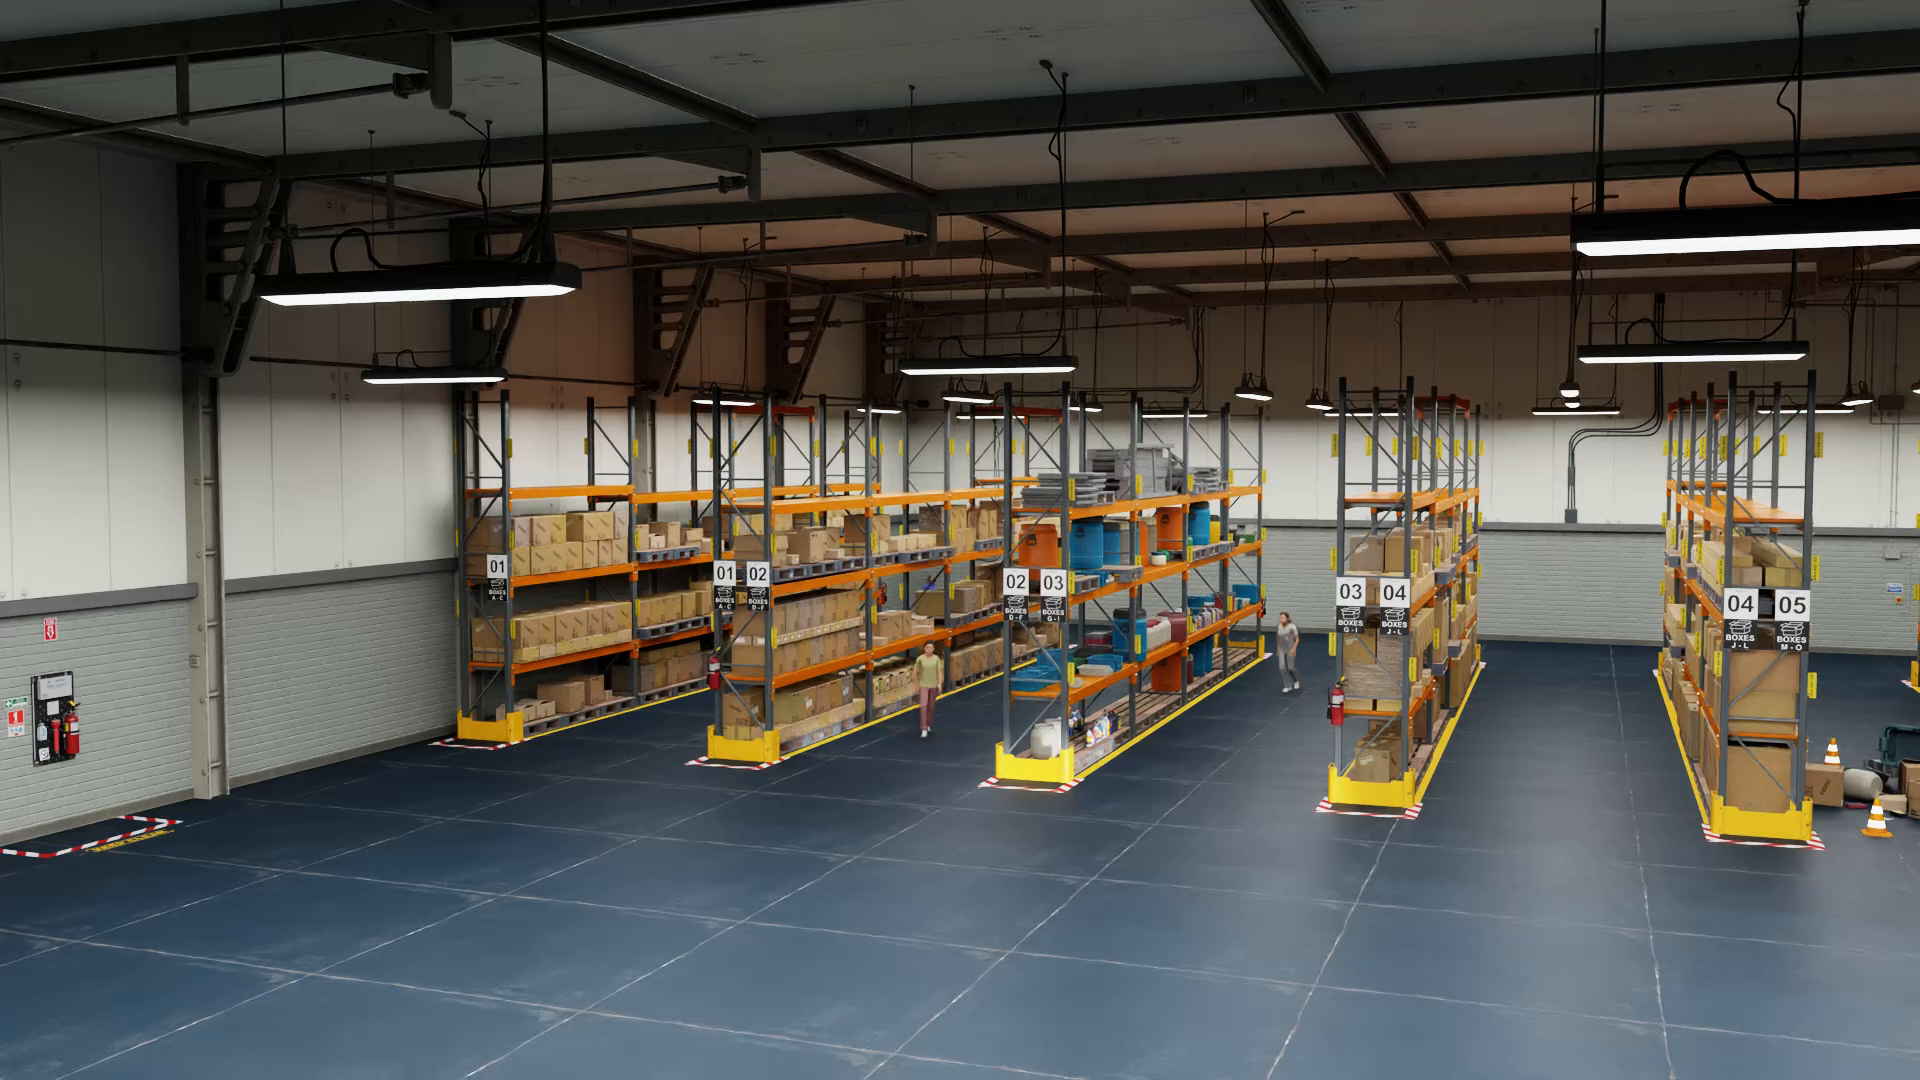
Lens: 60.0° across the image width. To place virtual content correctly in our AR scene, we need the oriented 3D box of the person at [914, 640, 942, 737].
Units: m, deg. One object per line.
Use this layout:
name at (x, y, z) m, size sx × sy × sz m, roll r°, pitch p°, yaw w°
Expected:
person at (-0.543, 2.567, 28.977) m, size 0.491 × 1.637 × 0.857 m, roll -1°, pitch 3°, yaw -19°

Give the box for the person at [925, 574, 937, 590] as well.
person at (-0.732, 1.744, 44.073) m, size 0.405 × 1.672 × 0.472 m, roll 1°, pitch 3°, yaw 19°

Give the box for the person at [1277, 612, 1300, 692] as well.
person at (6.803, 2.296, 34.315) m, size 0.496 × 1.652 × 0.589 m, roll 2°, pitch 4°, yaw 36°
